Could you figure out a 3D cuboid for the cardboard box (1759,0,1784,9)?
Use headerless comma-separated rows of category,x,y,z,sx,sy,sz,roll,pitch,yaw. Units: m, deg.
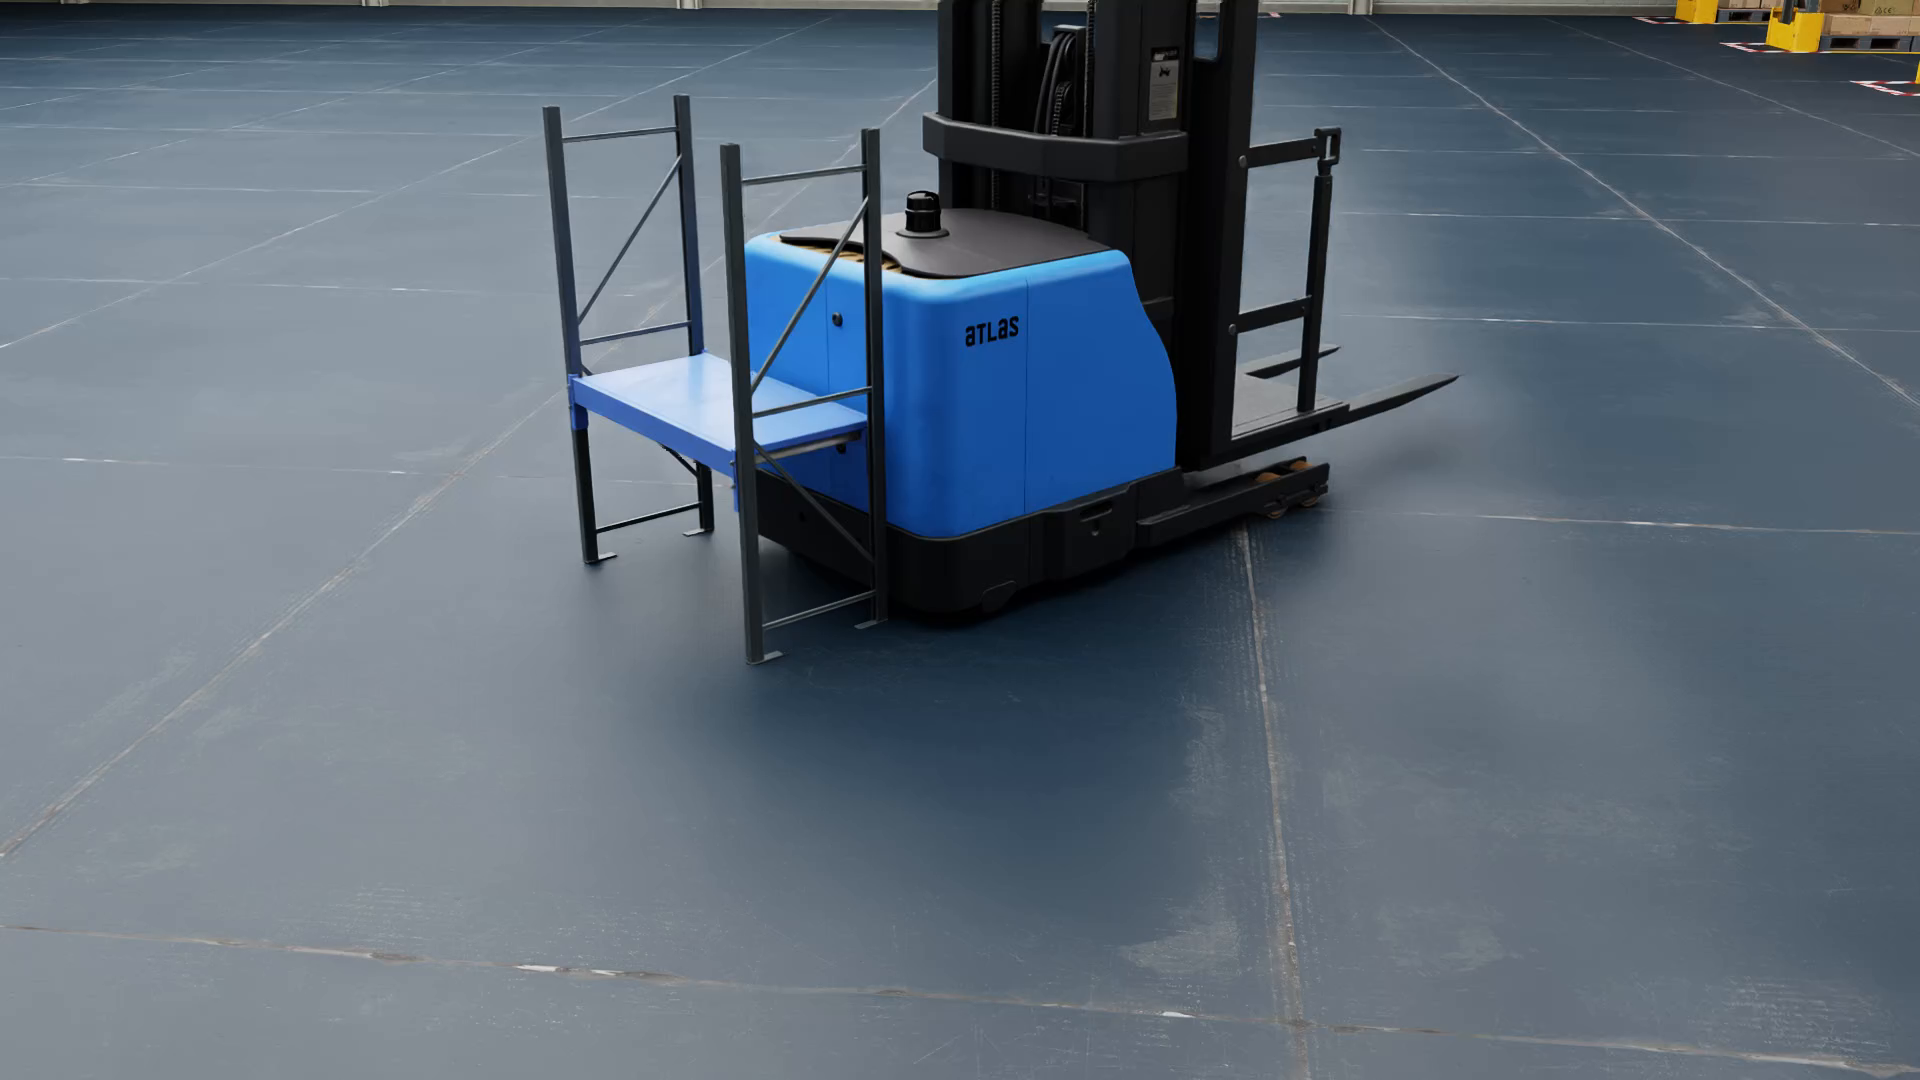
cardboard box,13.386,-8.904,27.306,0.500,0.311,0.500,4,22,11

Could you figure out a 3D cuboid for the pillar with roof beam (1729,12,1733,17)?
pillar with roof beam,12.434,-11.541,22.757,0.400,9.000,9.100,2,22,6

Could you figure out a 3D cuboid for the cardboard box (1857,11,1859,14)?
cardboard box,12.630,-7.213,23.138,0.500,0.250,0.500,2,22,6

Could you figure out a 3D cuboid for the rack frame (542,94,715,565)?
rack frame,-1.071,-0.677,5.478,0.500,1.500,0.032,-17,27,-36

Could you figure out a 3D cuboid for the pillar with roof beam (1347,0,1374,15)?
pillar with roof beam,6.476,-11.801,23.414,0.400,9.000,9.100,2,22,6

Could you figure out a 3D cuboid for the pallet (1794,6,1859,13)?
pallet,14.230,-8.636,27.361,1.213,0.211,1.003,2,22,6

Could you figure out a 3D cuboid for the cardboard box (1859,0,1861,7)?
cardboard box,15.080,-8.937,27.131,0.500,0.500,0.500,1,22,2

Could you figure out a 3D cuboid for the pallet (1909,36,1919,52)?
pallet,13.537,-6.861,22.870,1.213,0.211,1.003,2,22,6

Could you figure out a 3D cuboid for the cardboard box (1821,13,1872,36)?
cardboard box,12.071,-7.041,22.703,0.500,0.250,0.500,2,22,6

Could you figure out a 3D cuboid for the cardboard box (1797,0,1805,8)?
cardboard box,14.109,-8.942,27.145,0.500,0.500,0.700,1,22,3

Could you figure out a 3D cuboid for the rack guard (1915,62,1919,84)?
rack guard,11.059,-5.272,18.459,0.348,0.500,1.175,2,22,6

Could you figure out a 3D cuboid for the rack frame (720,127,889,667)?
rack frame,-0.425,-0.389,4.748,0.500,1.500,0.032,-17,27,-36

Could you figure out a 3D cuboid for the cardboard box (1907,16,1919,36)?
cardboard box,13.064,-6.999,22.596,0.500,0.250,0.500,2,22,6

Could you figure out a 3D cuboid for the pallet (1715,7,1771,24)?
pallet,13.022,-8.690,27.497,1.213,0.211,1.003,2,22,6

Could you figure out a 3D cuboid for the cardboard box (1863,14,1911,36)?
cardboard box,12.568,-7.021,22.652,0.500,0.250,0.500,2,22,6

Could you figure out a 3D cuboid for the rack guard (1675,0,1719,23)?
rack guard,12.219,-8.872,27.565,0.348,0.500,1.175,2,22,6

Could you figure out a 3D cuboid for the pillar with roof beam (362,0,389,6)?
pillar with roof beam,-11.399,-12.580,25.384,0.400,9.000,9.100,2,22,6

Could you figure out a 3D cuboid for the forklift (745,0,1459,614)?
forklift,0.724,-1.569,5.785,3.031,2.935,1.130,-18,28,-38

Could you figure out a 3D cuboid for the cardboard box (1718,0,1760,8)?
cardboard box,12.820,-8.929,27.368,0.500,0.311,0.500,0,22,0

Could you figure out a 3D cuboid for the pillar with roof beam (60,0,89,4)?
pillar with roof beam,-17.358,-12.839,26.041,0.400,9.000,9.100,2,22,6

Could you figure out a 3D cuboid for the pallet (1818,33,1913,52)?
pallet,12.329,-6.914,23.006,1.213,0.211,1.003,2,22,6

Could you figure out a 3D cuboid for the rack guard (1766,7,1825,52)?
rack guard,11.541,-7.068,23.001,0.348,0.500,1.175,2,22,6

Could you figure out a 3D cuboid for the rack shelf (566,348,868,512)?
rack shelf,-0.748,-0.366,5.179,0.538,0.185,1.000,-17,27,-36

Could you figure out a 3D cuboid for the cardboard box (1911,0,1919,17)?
cardboard box,13.066,-7.352,22.469,0.500,0.500,0.500,2,22,6

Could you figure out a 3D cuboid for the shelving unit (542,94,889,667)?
shelving unit,-0.748,-0.533,5.113,0.538,1.500,1.048,-17,27,-36

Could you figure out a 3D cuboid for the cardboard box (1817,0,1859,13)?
cardboard box,12.132,-7.580,23.045,0.500,0.500,0.500,2,22,6

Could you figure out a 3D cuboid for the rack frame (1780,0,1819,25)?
rack frame,11.564,-8.229,22.539,0.127,3.000,1.000,2,22,6

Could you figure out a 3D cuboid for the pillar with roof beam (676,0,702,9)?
pillar with roof beam,-5.441,-12.320,24.727,0.400,9.000,9.100,2,22,6

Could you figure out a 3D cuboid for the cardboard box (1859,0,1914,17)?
cardboard box,12.567,-7.369,22.512,0.500,0.500,0.500,2,22,6
